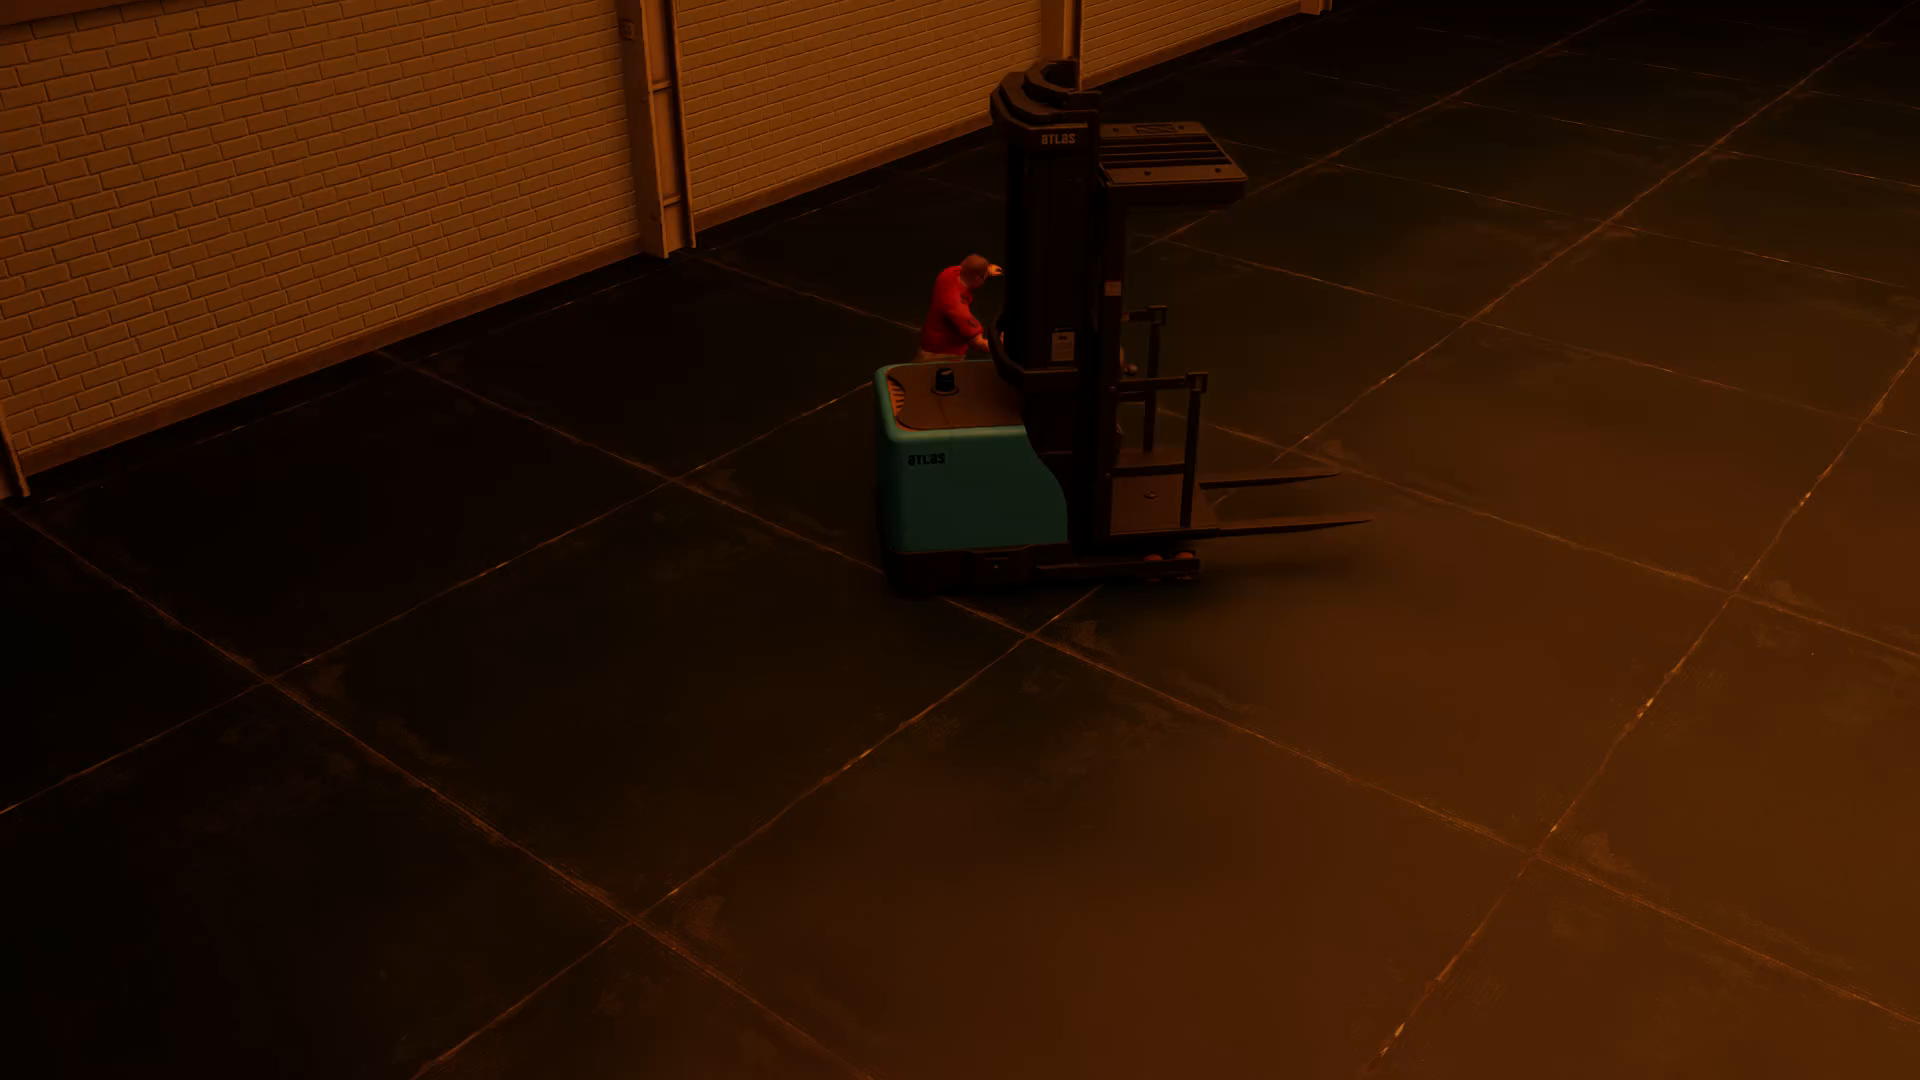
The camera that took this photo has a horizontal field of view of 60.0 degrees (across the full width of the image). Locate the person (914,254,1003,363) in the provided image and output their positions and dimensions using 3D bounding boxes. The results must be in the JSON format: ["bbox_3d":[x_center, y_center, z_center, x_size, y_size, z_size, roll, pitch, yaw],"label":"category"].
[{"bbox_3d":[0.093,-1.178,11.080,0.793,1.465,1.562,-5,31,-8],"label":"person"}]

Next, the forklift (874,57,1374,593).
[{"bbox_3d":[1.018,-1.271,9.770,3.031,2.935,1.130,-4,31,-6],"label":"forklift"}]
